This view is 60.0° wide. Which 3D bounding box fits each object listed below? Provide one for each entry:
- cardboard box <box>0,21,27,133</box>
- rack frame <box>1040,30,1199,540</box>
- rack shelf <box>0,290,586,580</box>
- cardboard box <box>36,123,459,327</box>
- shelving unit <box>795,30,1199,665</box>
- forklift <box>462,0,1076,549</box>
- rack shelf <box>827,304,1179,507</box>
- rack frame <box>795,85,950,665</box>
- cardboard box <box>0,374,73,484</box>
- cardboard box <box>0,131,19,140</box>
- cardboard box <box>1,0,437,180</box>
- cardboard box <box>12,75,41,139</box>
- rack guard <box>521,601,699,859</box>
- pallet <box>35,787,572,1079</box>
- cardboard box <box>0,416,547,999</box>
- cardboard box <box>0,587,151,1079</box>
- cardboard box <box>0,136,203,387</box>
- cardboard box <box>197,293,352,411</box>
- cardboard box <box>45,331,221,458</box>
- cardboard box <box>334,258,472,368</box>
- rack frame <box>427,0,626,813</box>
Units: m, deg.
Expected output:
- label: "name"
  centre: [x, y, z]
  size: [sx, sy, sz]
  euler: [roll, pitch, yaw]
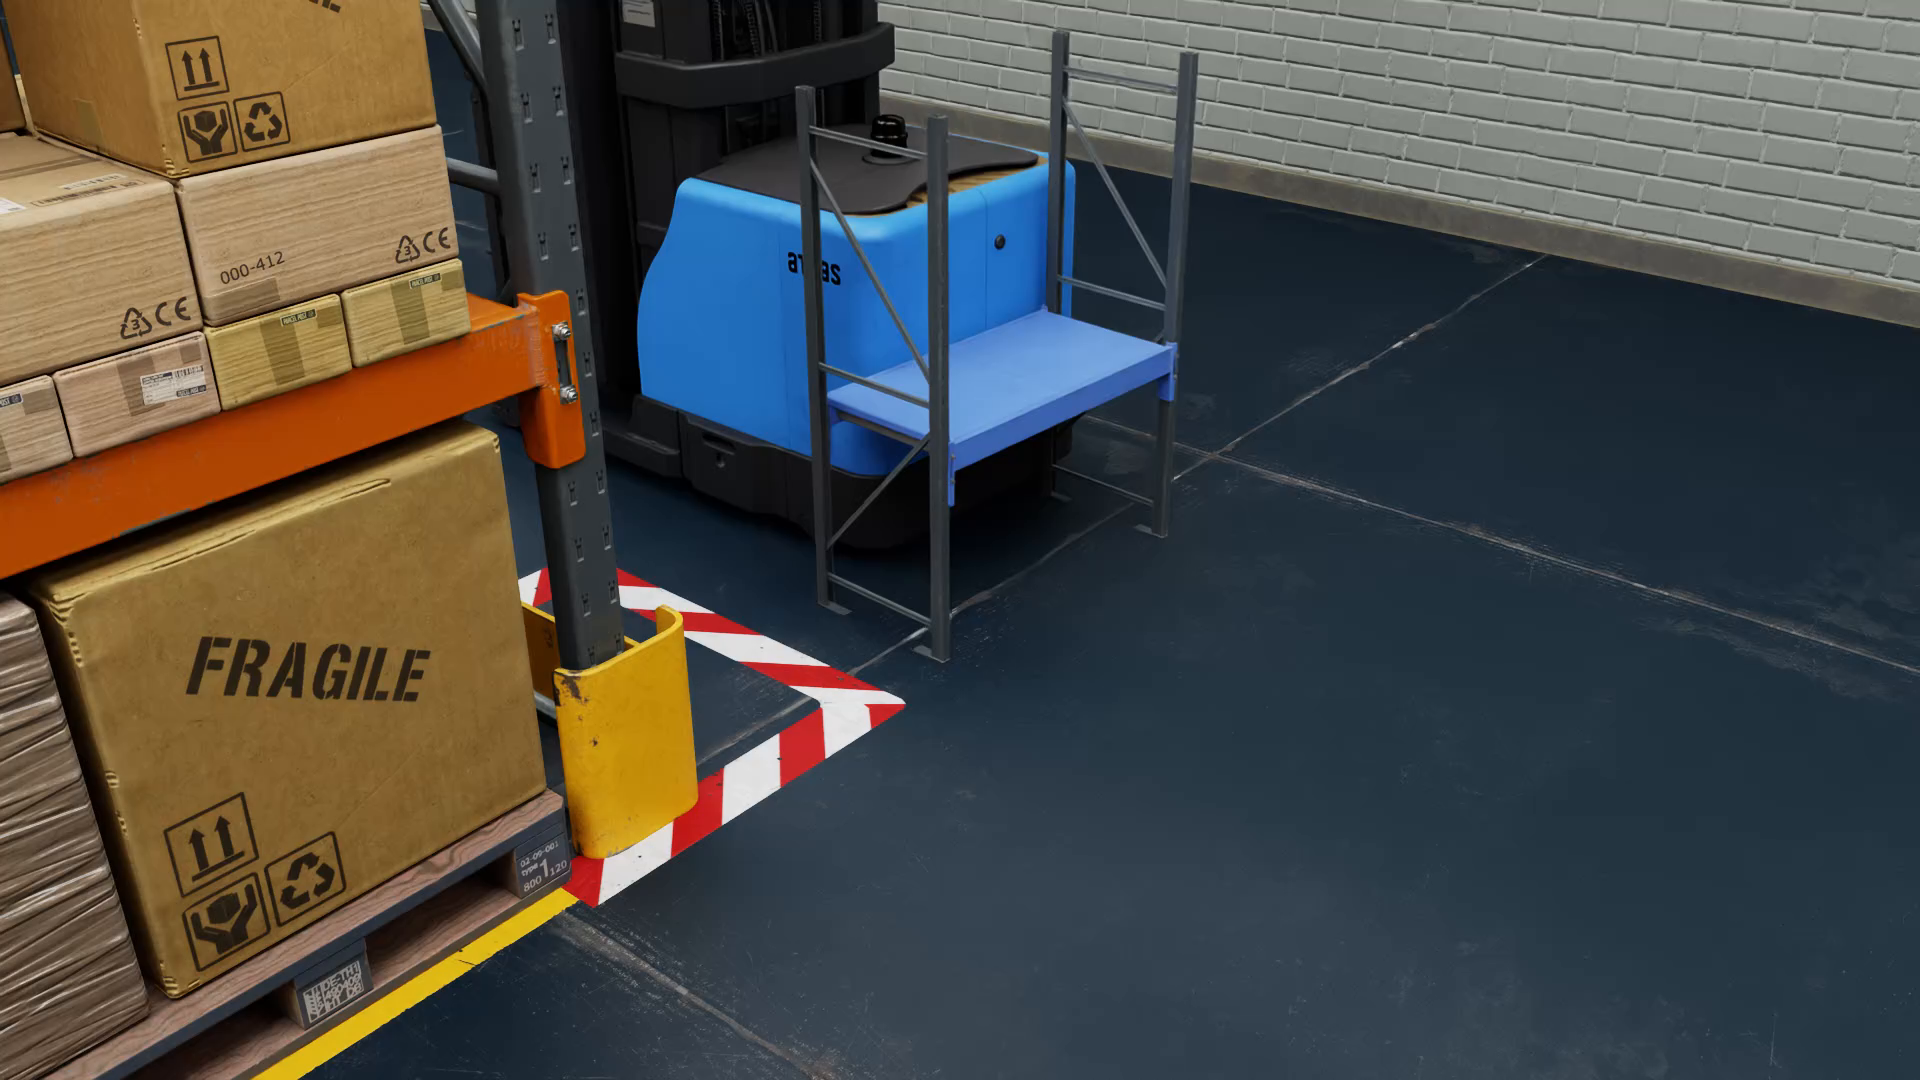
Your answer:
- label: "cardboard box"
  centre: [-2.015, -0.938, 2.823]
  size: [0.500, 0.500, 0.500]
  euler: [20, 33, 33]
- label: "rack frame"
  centre: [0.464, -0.748, 5.064]
  size: [0.500, 1.500, 0.032]
  euler: [23, 35, 37]
- label: "rack shelf"
  centre: [-2.456, 0.220, 2.342]
  size: [1.077, 0.370, 4.000]
  euler: [21, 34, 34]
- label: "cardboard box"
  centre: [-1.287, -0.624, 3.032]
  size: [0.500, 0.250, 0.500]
  euler: [20, 33, 34]
- label: "shelving unit"
  centre: [0.121, -0.576, 4.731]
  size: [0.538, 1.500, 1.048]
  euler: [23, 35, 37]
- label: "forklift"
  centre: [-1.073, -1.819, 5.577]
  size: [3.031, 2.935, 1.130]
  euler: [21, 34, 35]
- label: "rack shelf"
  centre: [0.121, -0.416, 4.814]
  size: [0.538, 0.185, 1.000]
  euler: [23, 35, 37]
- label: "rack frame"
  centre: [-0.222, -0.403, 4.397]
  size: [0.500, 1.500, 0.032]
  euler: [23, 35, 37]
- label: "cardboard box"
  centre: [-1.641, -0.204, 2.654]
  size: [0.380, 0.149, 0.250]
  euler: [21, 34, 35]
- label: "cardboard box"
  centre: [-2.023, -0.596, 2.978]
  size: [0.500, 0.250, 0.500]
  euler: [20, 34, 34]
- label: "cardboard box"
  centre: [-1.291, -0.957, 2.859]
  size: [0.500, 0.500, 0.500]
  euler: [21, 34, 35]
- label: "cardboard box"
  centre: [-1.697, -0.783, 3.338]
  size: [0.500, 0.250, 0.500]
  euler: [20, 33, 33]
- label: "rack guard"
  centre: [-1.168, 0.293, 4.139]
  size: [1.175, 0.500, 0.348]
  euler: [21, 34, 34]
- label: "pallet"
  centre: [-1.632, 0.737, 3.596]
  size: [1.003, 0.211, 1.213]
  euler: [21, 34, 34]
- label: "cardboard box"
  centre: [-1.529, 0.199, 3.456]
  size: [0.875, 0.875, 0.875]
  euler: [21, 34, 34]
- label: "cardboard box"
  centre: [-2.108, 0.522, 2.832]
  size: [0.875, 0.875, 0.875]
  euler: [21, 34, 34]
- label: "cardboard box"
  centre: [-1.610, -0.445, 2.685]
  size: [0.500, 0.250, 0.500]
  euler: [20, 33, 34]
- label: "cardboard box"
  centre: [-1.320, -0.382, 2.996]
  size: [0.380, 0.149, 0.250]
  euler: [21, 34, 35]
- label: "cardboard box"
  centre: [-1.481, -0.292, 2.824]
  size: [0.380, 0.149, 0.250]
  euler: [21, 34, 35]
- label: "cardboard box"
  centre: [-1.156, -0.474, 3.176]
  size: [0.380, 0.149, 0.250]
  euler: [22, 34, 35]
- label: "rack frame"
  centre: [-1.183, -0.808, 3.548]
  size: [1.000, 3.000, 0.127]
  euler: [21, 34, 34]
